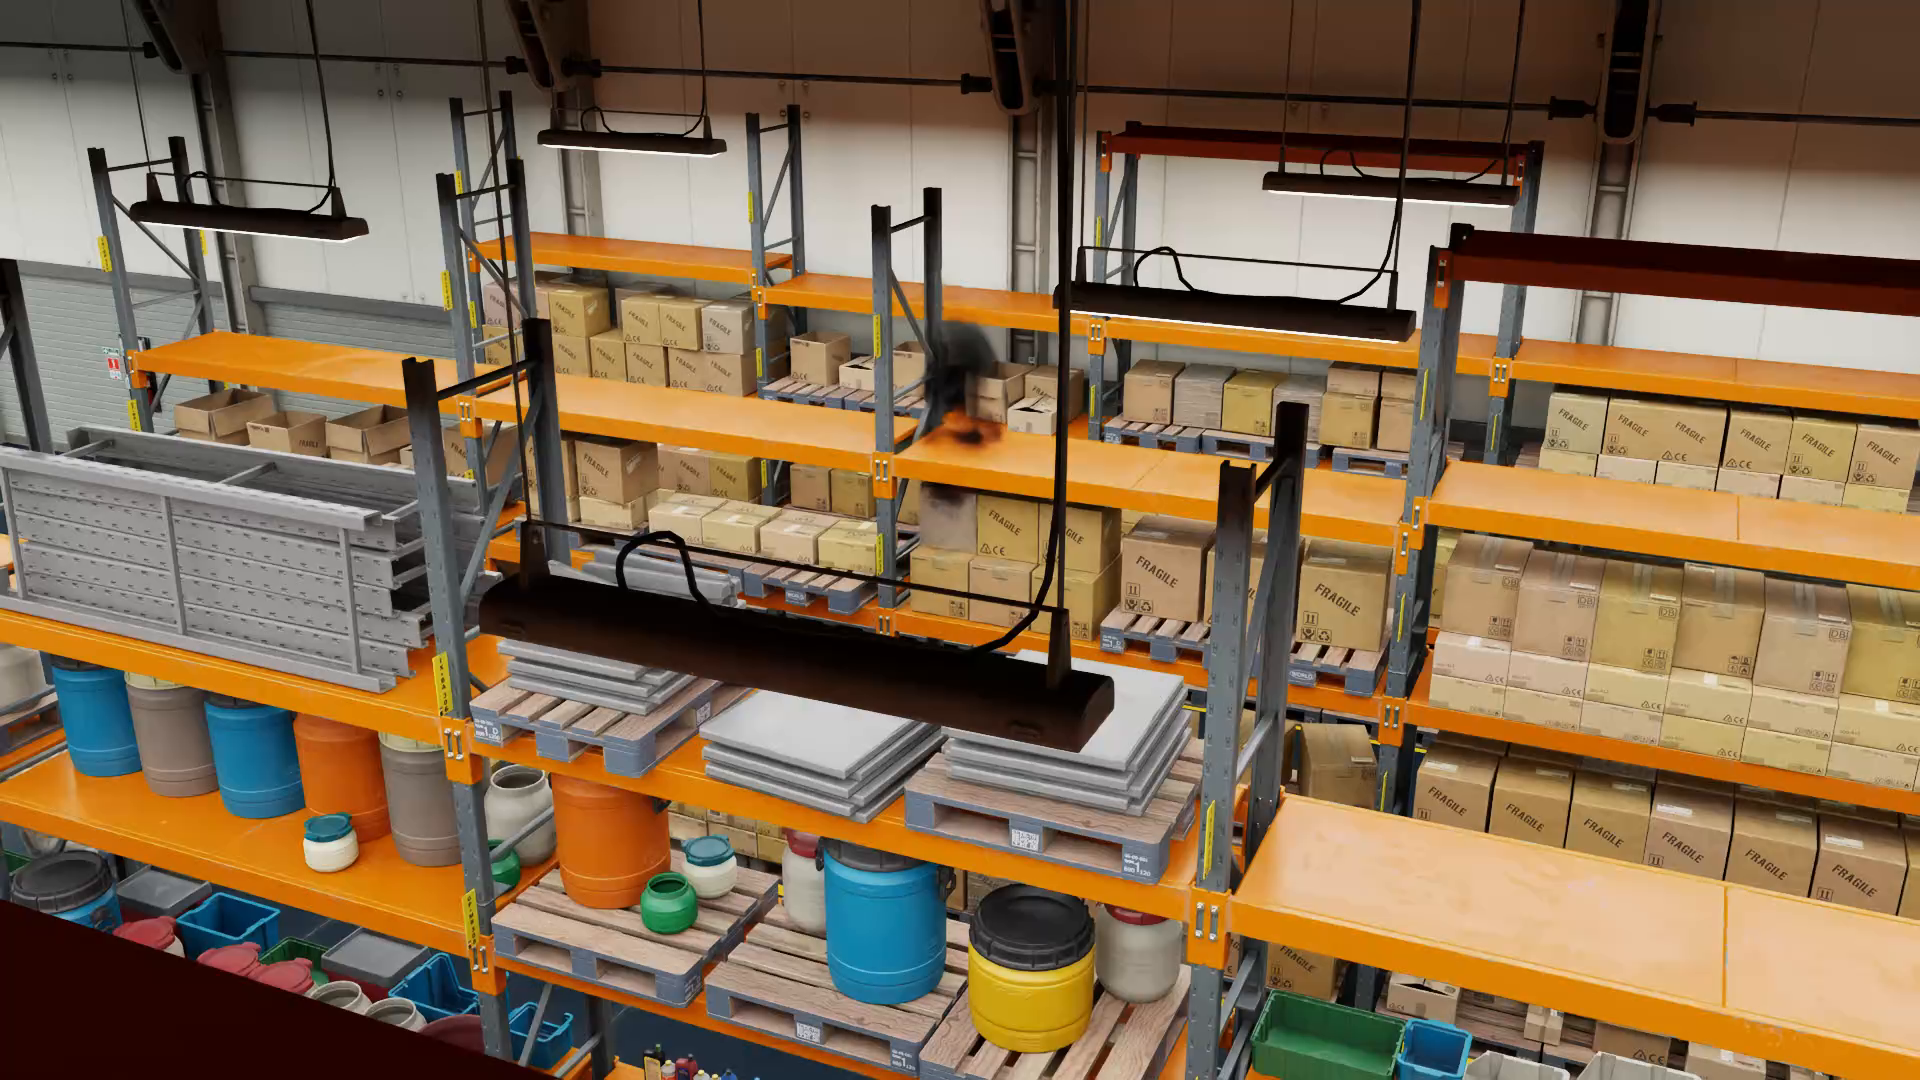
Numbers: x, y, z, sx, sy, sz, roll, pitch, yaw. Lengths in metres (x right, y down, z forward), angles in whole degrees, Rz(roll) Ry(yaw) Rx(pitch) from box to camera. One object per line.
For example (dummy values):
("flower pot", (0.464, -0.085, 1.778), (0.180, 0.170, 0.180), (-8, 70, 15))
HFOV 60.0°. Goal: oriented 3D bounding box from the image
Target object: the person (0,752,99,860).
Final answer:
("person", (-7.915, 2.249, 14.376), (0.762, 1.668, 0.603), (-1, 21, -4))
